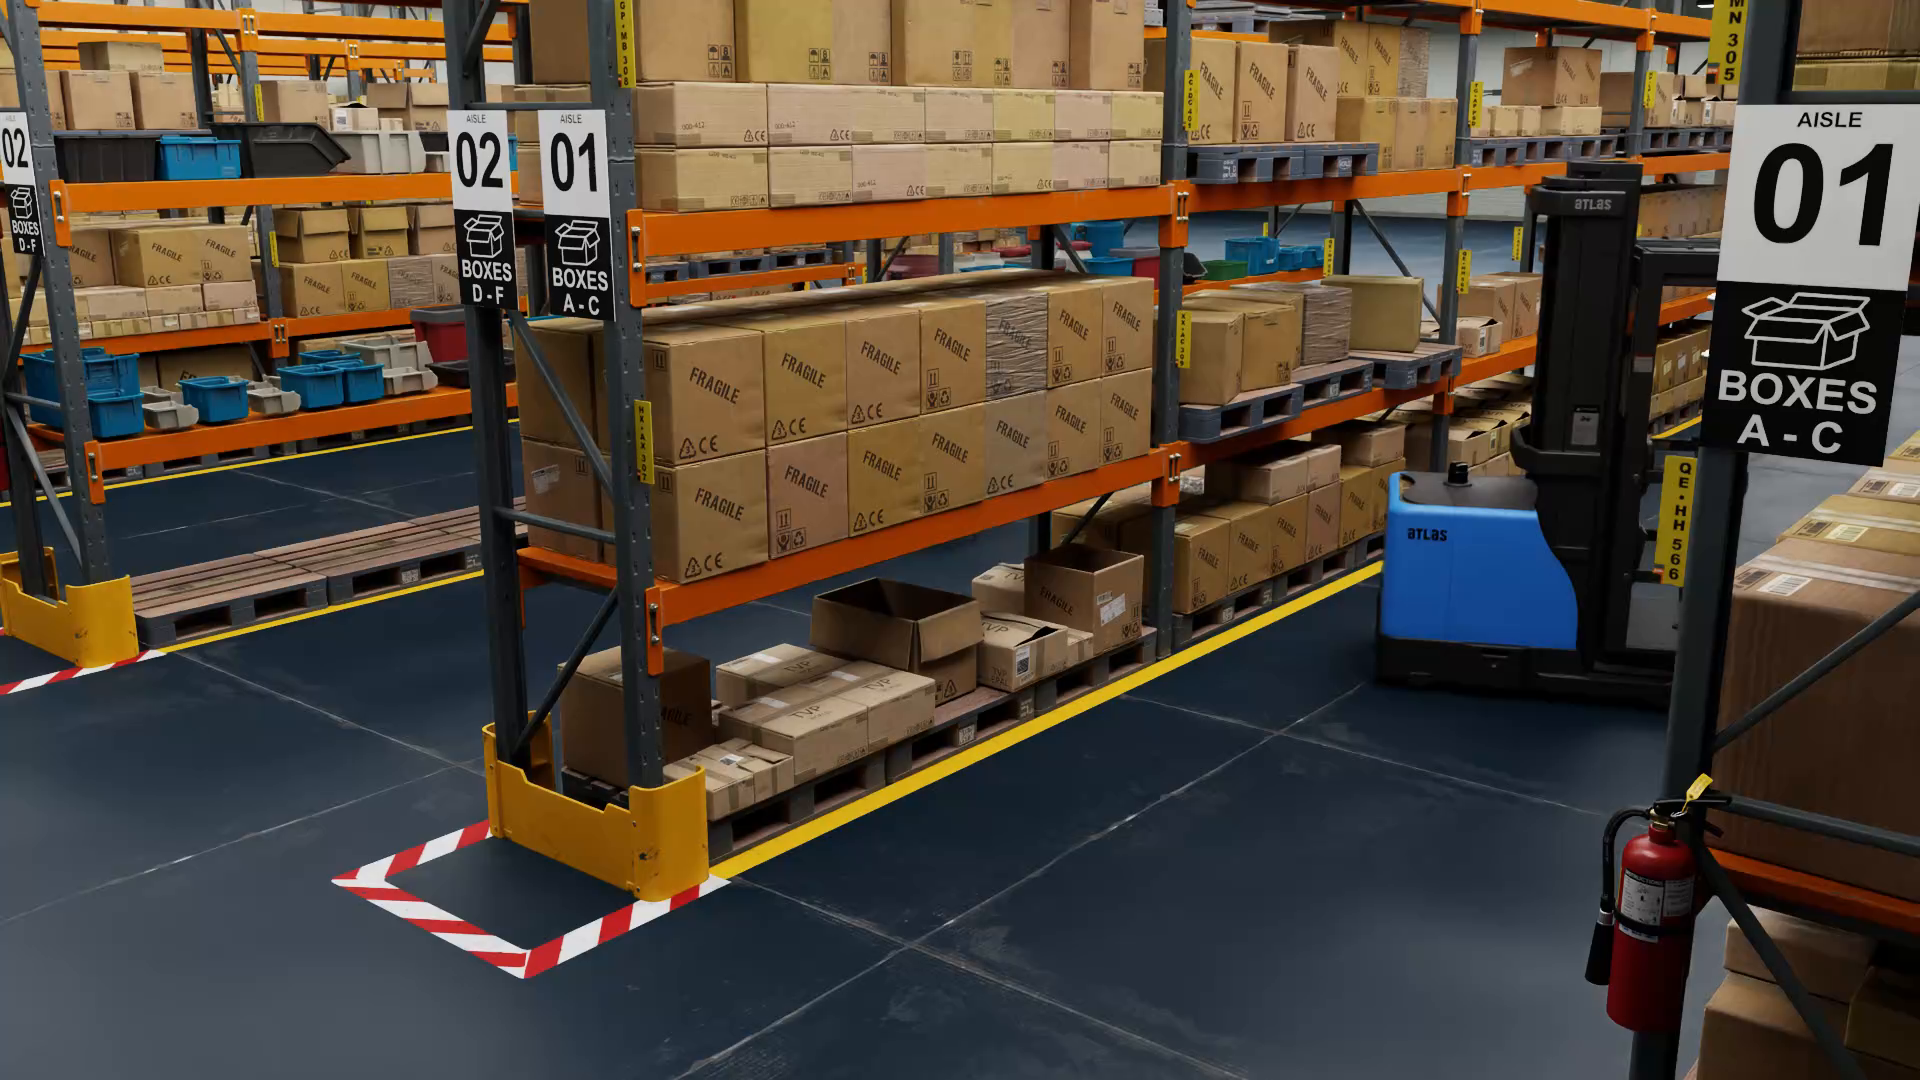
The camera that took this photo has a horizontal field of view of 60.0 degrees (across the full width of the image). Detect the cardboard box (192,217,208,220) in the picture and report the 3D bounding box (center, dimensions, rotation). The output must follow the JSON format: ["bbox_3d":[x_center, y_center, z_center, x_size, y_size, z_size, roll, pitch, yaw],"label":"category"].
[{"bbox_3d":[-9.397,-3.960,20.805,0.380,0.149,0.250,12,19,39],"label":"cardboard box"}]

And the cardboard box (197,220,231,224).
[{"bbox_3d":[-9.062,-3.809,20.209,0.380,0.149,0.250,12,19,39],"label":"cardboard box"}]

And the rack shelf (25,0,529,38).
[{"bbox_3d":[-4.256,-3.563,10.883,1.077,0.370,4.000,11,18,38],"label":"rack shelf"}]

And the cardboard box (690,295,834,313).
[{"bbox_3d":[-0.957,-0.906,8.098,0.500,0.500,0.500,12,18,39],"label":"cardboard box"}]

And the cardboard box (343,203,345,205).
[{"bbox_3d":[-9.954,-5.590,27.113,0.500,0.500,0.500,11,18,38],"label":"cardboard box"}]

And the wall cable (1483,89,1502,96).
[{"bbox_3d":[17.091,-16.141,51.215,2.305,6.003,0.169,11,18,38],"label":"wall cable"}]

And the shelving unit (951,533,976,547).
[{"bbox_3d":[-0.034,-0.499,12.690,0.215,1.050,0.252,11,18,38],"label":"shelving unit"}]

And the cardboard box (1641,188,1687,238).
[{"bbox_3d":[7.100,-3.398,17.303,0.700,0.500,0.500,11,18,38],"label":"cardboard box"}]

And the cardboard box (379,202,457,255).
[{"bbox_3d":[-5.637,-3.257,17.347,0.797,0.503,0.637,12,19,39],"label":"cardboard box"}]

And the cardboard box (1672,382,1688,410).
[{"bbox_3d":[7.353,-1.545,17.582,0.500,0.250,0.500,11,18,38],"label":"cardboard box"}]

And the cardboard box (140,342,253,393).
[{"bbox_3d":[-7.328,-1.407,15.769,0.875,0.875,0.875,11,18,38],"label":"cardboard box"}]

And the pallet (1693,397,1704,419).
[{"bbox_3d":[7.946,-1.608,18.759,1.003,0.211,1.213,11,18,38],"label":"pallet"}]

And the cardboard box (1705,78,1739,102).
[{"bbox_3d":[8.029,-4.778,18.136,0.797,0.503,0.637,13,19,41],"label":"cardboard box"}]

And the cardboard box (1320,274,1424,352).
[{"bbox_3d":[3.058,-1.694,12.379,0.700,0.500,0.500,5,15,19],"label":"cardboard box"}]

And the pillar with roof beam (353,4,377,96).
[{"bbox_3d":[-8.670,-9.194,30.775,9.100,9.000,0.400,11,18,38],"label":"pillar with roof beam"}]

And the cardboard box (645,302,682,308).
[{"bbox_3d":[-3.614,-2.715,20.114,0.500,0.250,0.500,-14,20,-43],"label":"cardboard box"}]

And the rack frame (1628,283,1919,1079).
[{"bbox_3d":[2.193,0.718,3.941,1.000,3.000,0.127,11,18,38],"label":"rack frame"}]

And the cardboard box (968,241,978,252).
[{"bbox_3d":[0.039,-4.247,23.995,0.380,0.149,0.250,11,18,38],"label":"cardboard box"}]

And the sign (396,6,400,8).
[{"bbox_3d":[-9.096,-8.766,26.869,0.100,0.325,0.005,11,18,38],"label":"sign"}]

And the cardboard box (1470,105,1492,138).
[{"bbox_3d":[3.923,-3.363,13.366,0.500,0.250,0.500,12,18,39],"label":"cardboard box"}]

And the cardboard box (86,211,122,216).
[{"bbox_3d":[-12.483,-4.941,23.984,0.500,0.500,0.500,12,18,39],"label":"cardboard box"}]

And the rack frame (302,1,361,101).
[{"bbox_3d":[-8.131,-6.808,21.383,1.000,3.000,0.127,11,18,38],"label":"rack frame"}]

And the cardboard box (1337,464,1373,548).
[{"bbox_3d":[2.635,-0.267,12.002,0.500,0.500,0.500,10,18,36],"label":"cardboard box"}]

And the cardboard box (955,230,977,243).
[{"bbox_3d":[-0.245,-4.534,23.807,0.875,0.500,0.500,11,18,38],"label":"cardboard box"}]

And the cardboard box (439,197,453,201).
[{"bbox_3d":[-7.204,-4.714,23.088,0.700,0.500,0.500,11,18,37],"label":"cardboard box"}]

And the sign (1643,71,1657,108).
[{"bbox_3d":[6.308,-4.121,15.207,0.100,0.325,0.005,11,18,38],"label":"sign"}]

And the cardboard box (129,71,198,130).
[{"bbox_3d":[-7.296,-3.943,14.936,0.700,0.500,0.500,10,17,34],"label":"cardboard box"}]

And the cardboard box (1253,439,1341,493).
[{"bbox_3d":[2.289,-0.522,11.481,0.500,0.250,0.500,11,18,36],"label":"cardboard box"}]

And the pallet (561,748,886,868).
[{"bbox_3d":[-1.114,1.136,7.958,1.003,0.211,1.213,11,18,38],"label":"pallet"}]

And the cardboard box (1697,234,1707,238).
[{"bbox_3d":[7.818,-3.225,17.942,0.380,0.149,0.250,12,18,38],"label":"cardboard box"}]

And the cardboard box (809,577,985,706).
[{"bbox_3d":[-0.325,0.543,8.805,0.797,0.503,0.637,11,18,38],"label":"cardboard box"}]

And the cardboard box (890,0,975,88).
[{"bbox_3d":[-0.354,-2.412,7.936,0.700,0.500,0.500,11,18,38],"label":"cardboard box"}]

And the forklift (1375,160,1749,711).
[{"bbox_3d":[3.967,-0.607,9.294,3.031,2.935,1.130,3,15,13],"label":"forklift"}]

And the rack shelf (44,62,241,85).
[{"bbox_3d":[-14.651,-8.163,28.988,1.077,0.370,4.000,11,18,38],"label":"rack shelf"}]

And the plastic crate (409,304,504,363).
[{"bbox_3d":[-3.755,-1.509,12.456,0.402,0.464,0.583,11,18,38],"label":"plastic crate"}]

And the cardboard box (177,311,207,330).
[{"bbox_3d":[-7.111,-2.018,15.222,0.380,0.149,0.250,11,18,37],"label":"cardboard box"}]

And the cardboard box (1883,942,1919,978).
[{"bbox_3d":[2.950,1.220,4.872,0.380,0.149,0.250,11,18,38],"label":"cardboard box"}]

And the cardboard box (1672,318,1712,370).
[{"bbox_3d":[8.288,-2.198,18.626,0.500,0.500,0.500,11,18,38],"label":"cardboard box"}]

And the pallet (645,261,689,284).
[{"bbox_3d":[-3.972,-3.174,19.649,1.213,0.211,1.003,11,18,38],"label":"pallet"}]

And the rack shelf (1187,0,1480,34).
[{"bbox_3d":[2.109,-3.562,10.878,1.077,0.370,4.000,11,18,38],"label":"rack shelf"}]

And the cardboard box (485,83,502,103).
[{"bbox_3d":[-5.138,-4.513,17.382,0.500,0.500,0.500,13,19,40],"label":"cardboard box"}]

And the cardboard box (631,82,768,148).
[{"bbox_3d":[-1.137,-1.729,6.772,0.500,0.250,0.500,11,18,38],"label":"cardboard box"}]

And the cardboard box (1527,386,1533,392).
[{"bbox_3d":[5.526,-1.266,15.344,0.500,0.311,0.500,12,18,39],"label":"cardboard box"}]

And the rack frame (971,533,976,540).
[{"bbox_3d":[0.043,-0.522,12.782,0.200,1.050,0.008,11,18,38],"label":"rack frame"}]

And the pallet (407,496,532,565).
[{"bbox_3d":[-3.431,-0.083,12.757,1.003,0.211,1.213,11,18,38],"label":"pallet"}]

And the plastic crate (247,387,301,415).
[{"bbox_3d":[-4.409,-0.891,10.689,0.250,0.136,0.298,11,18,38],"label":"plastic crate"}]

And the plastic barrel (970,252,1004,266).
[{"bbox_3d":[0.261,-2.712,17.216,0.421,0.512,0.421,0,14,0],"label":"plastic barrel"}]

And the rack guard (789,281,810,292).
[{"bbox_3d":[-3.088,-4.226,28.478,1.175,0.500,0.348,11,18,38],"label":"rack guard"}]

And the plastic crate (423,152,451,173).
[{"bbox_3d":[-3.502,-2.605,11.464,0.293,0.136,0.466,11,18,38],"label":"plastic crate"}]

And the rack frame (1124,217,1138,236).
[{"bbox_3d":[2.029,-3.113,19.022,1.000,3.000,0.127,11,18,38],"label":"rack frame"}]

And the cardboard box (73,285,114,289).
[{"bbox_3d":[-7.988,-2.175,15.030,0.500,0.250,0.500,12,18,39],"label":"cardboard box"}]

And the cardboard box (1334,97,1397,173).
[{"bbox_3d":[2.470,-2.796,11.479,0.910,0.500,0.500,11,18,38],"label":"cardboard box"}]

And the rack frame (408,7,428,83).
[{"bbox_3d":[-10.878,-9.854,33.372,0.949,2.616,0.053,11,18,38],"label":"rack frame"}]

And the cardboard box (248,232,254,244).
[{"bbox_3d":[-8.897,-3.714,20.440,0.380,0.149,0.250,12,18,39],"label":"cardboard box"}]

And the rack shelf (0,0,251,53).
[{"bbox_3d":[-8.108,-4.330,13.900,1.077,0.370,4.000,11,18,38],"label":"rack shelf"}]

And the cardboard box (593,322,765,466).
[{"bbox_3d":[-1.178,-0.625,6.994,0.500,0.500,0.500,12,19,39],"label":"cardboard box"}]
